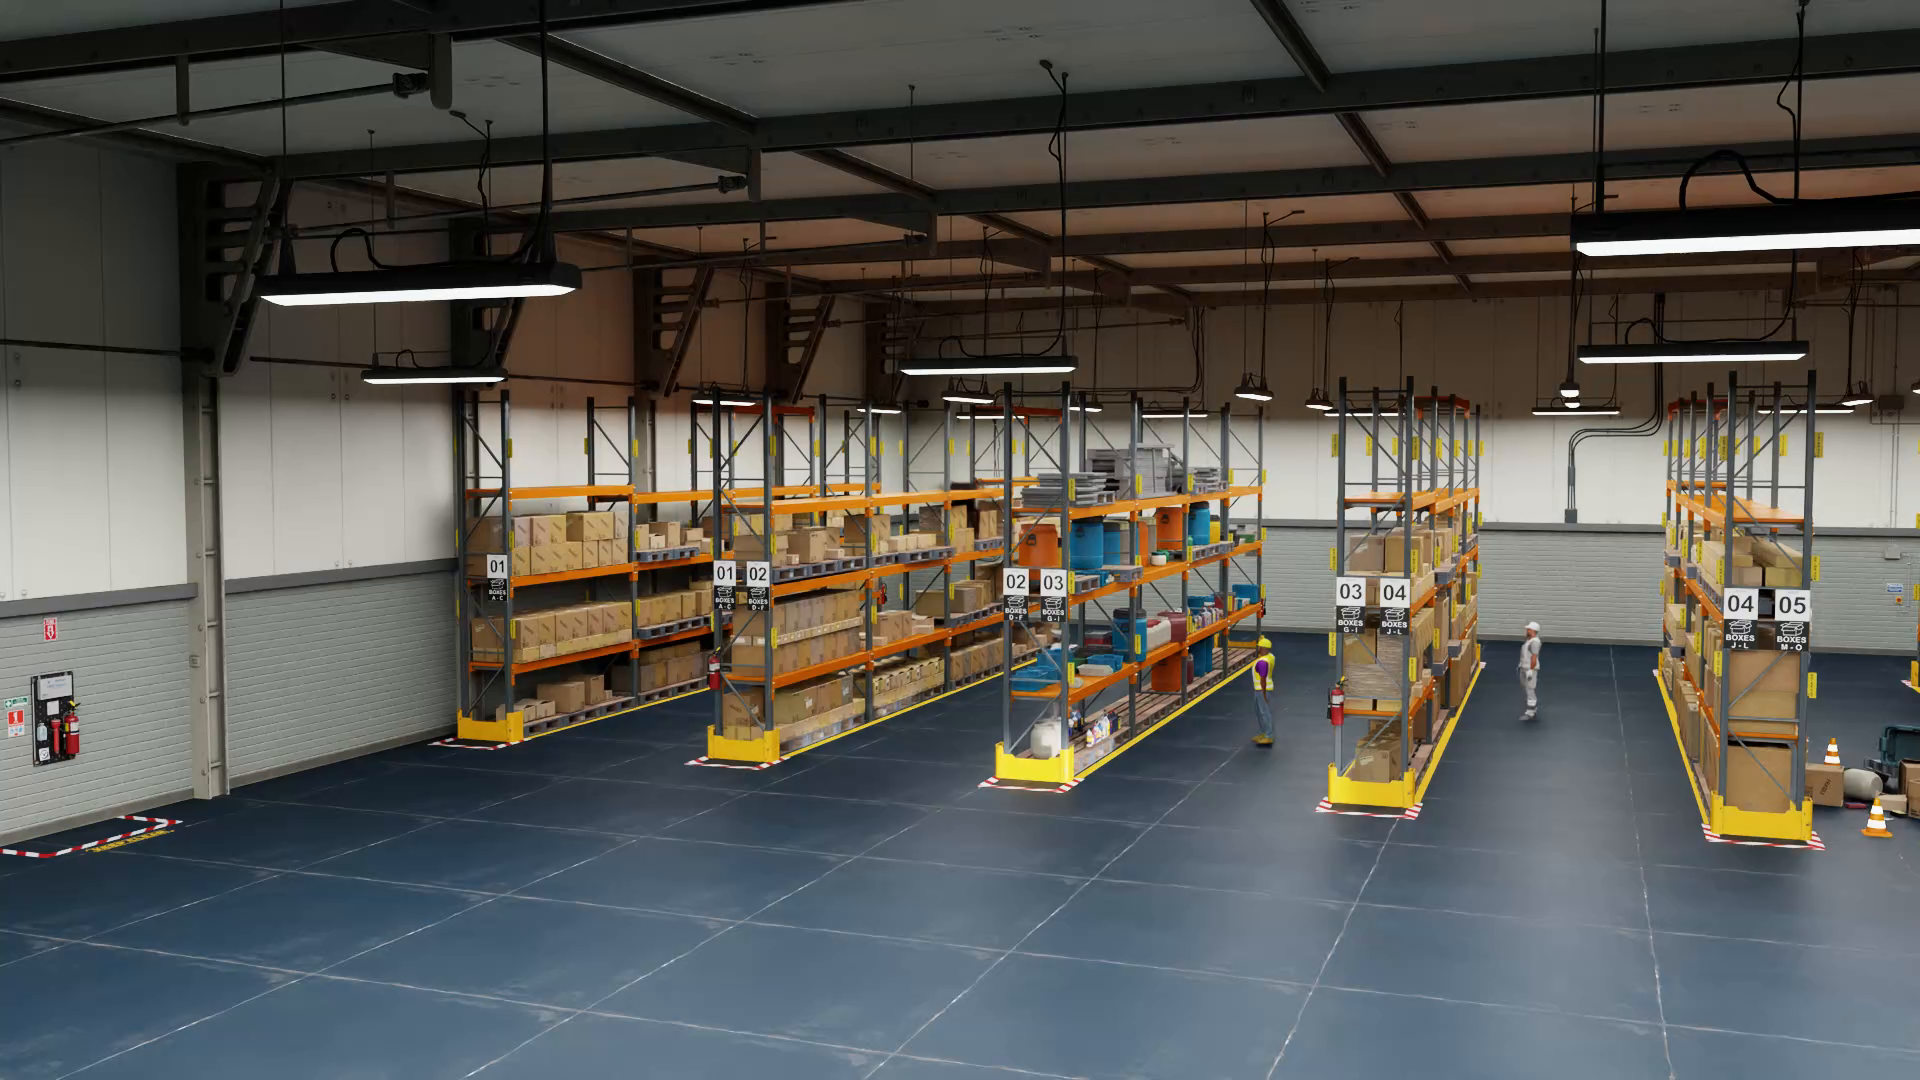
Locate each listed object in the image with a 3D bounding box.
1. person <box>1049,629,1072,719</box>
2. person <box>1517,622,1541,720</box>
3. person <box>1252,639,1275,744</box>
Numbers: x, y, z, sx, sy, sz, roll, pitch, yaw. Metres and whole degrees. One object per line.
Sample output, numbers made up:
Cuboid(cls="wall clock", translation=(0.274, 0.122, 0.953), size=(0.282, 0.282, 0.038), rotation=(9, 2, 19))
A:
Cuboid(cls="person", translation=(1.789, 2.478, 30.427), size=(0.393, 1.686, 0.501), rotation=(2, 4, 33))
Cuboid(cls="person", translation=(10.528, 2.419, 30.823), size=(0.501, 1.800, 0.568), rotation=(-1, 3, -14))
Cuboid(cls="person", translation=(5.152, 2.563, 28.260), size=(0.380, 1.801, 0.728), rotation=(1, 3, 11))
